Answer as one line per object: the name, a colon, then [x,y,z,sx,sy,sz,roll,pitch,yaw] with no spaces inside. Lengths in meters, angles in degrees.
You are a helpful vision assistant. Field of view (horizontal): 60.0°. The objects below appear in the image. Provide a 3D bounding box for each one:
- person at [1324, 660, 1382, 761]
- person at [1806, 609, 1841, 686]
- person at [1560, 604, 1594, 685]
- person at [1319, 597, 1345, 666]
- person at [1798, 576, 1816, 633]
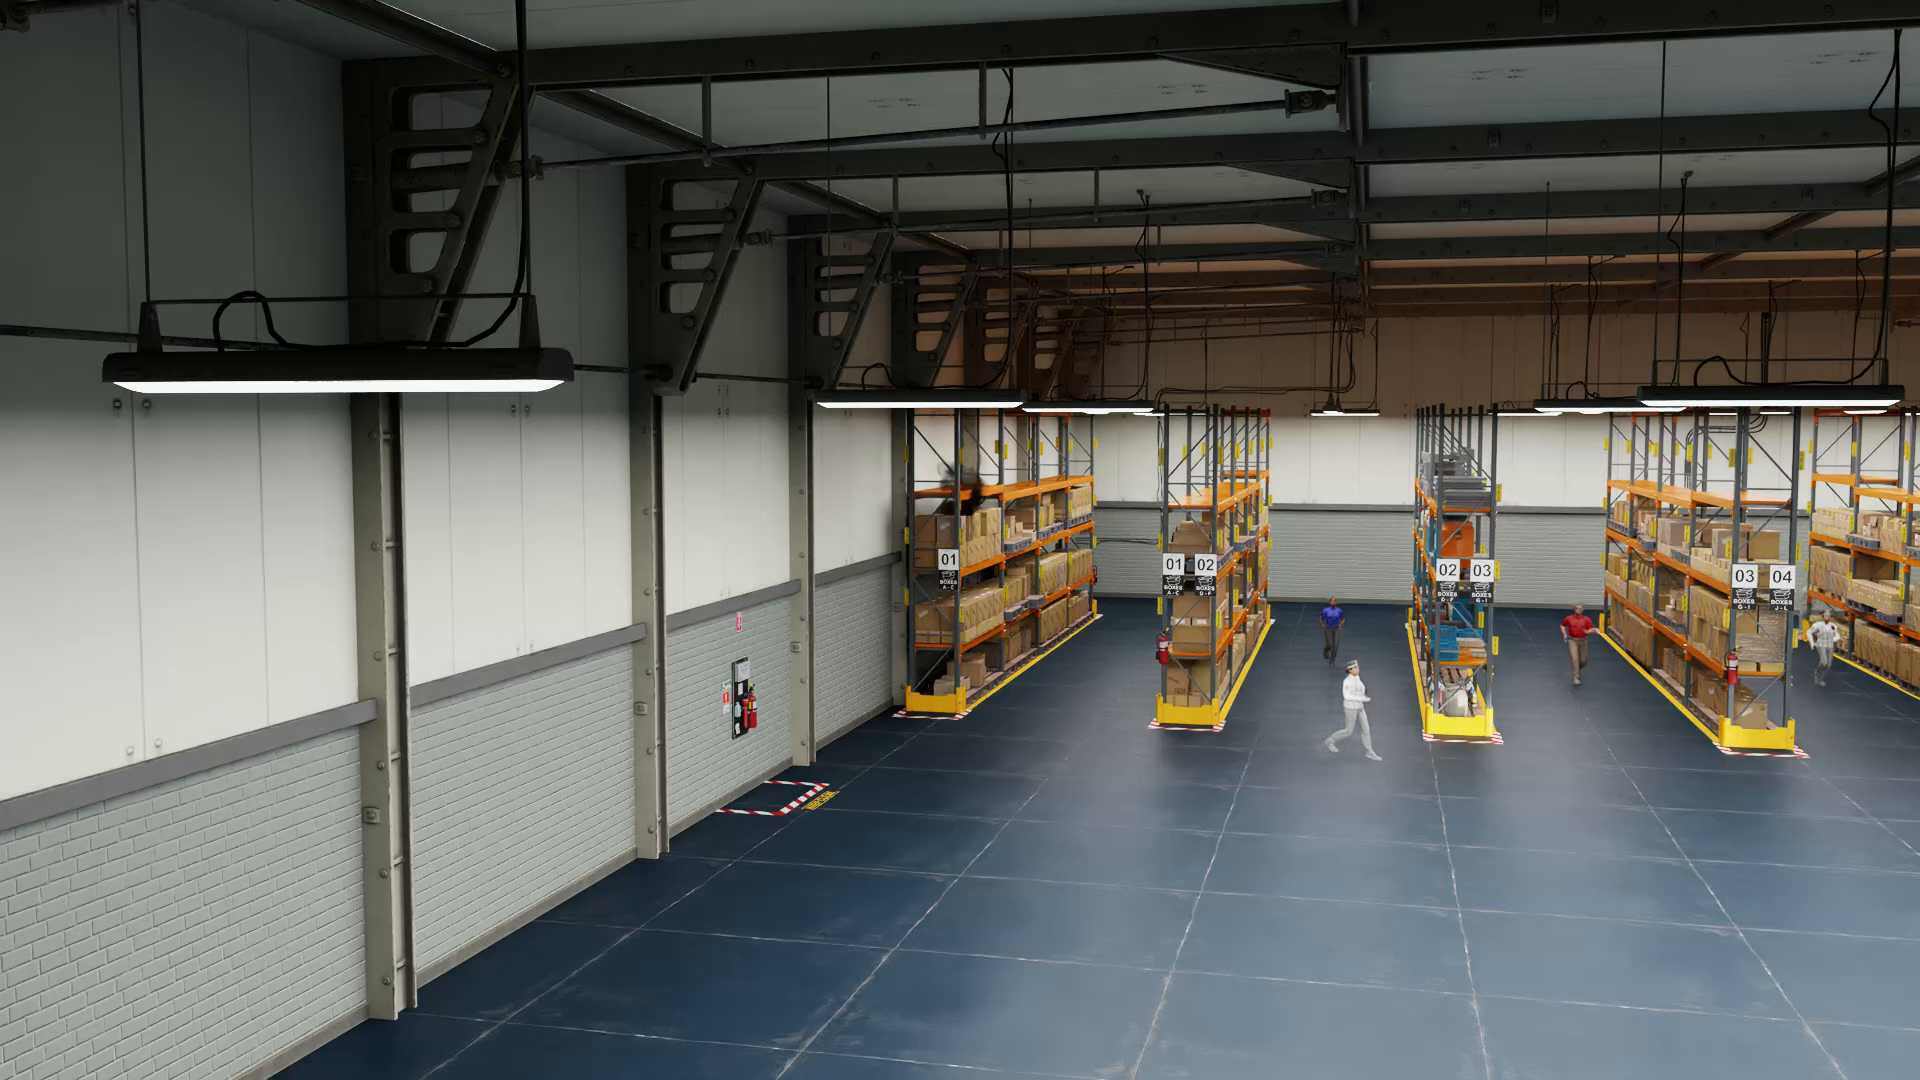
person: [6.627,2.836,27.942,0.984,1.678,0.625,3,5,38]
person: [18.422,2.300,35.401,0.593,1.660,0.624,0,4,6]
person: [13.380,2.236,36.032,0.673,1.699,0.944,1,4,9]
person: [8.623,2.118,38.529,0.557,1.603,0.561,0,4,2]
person: [22.660,1.722,44.338,0.656,1.566,0.583,0,4,-3]
